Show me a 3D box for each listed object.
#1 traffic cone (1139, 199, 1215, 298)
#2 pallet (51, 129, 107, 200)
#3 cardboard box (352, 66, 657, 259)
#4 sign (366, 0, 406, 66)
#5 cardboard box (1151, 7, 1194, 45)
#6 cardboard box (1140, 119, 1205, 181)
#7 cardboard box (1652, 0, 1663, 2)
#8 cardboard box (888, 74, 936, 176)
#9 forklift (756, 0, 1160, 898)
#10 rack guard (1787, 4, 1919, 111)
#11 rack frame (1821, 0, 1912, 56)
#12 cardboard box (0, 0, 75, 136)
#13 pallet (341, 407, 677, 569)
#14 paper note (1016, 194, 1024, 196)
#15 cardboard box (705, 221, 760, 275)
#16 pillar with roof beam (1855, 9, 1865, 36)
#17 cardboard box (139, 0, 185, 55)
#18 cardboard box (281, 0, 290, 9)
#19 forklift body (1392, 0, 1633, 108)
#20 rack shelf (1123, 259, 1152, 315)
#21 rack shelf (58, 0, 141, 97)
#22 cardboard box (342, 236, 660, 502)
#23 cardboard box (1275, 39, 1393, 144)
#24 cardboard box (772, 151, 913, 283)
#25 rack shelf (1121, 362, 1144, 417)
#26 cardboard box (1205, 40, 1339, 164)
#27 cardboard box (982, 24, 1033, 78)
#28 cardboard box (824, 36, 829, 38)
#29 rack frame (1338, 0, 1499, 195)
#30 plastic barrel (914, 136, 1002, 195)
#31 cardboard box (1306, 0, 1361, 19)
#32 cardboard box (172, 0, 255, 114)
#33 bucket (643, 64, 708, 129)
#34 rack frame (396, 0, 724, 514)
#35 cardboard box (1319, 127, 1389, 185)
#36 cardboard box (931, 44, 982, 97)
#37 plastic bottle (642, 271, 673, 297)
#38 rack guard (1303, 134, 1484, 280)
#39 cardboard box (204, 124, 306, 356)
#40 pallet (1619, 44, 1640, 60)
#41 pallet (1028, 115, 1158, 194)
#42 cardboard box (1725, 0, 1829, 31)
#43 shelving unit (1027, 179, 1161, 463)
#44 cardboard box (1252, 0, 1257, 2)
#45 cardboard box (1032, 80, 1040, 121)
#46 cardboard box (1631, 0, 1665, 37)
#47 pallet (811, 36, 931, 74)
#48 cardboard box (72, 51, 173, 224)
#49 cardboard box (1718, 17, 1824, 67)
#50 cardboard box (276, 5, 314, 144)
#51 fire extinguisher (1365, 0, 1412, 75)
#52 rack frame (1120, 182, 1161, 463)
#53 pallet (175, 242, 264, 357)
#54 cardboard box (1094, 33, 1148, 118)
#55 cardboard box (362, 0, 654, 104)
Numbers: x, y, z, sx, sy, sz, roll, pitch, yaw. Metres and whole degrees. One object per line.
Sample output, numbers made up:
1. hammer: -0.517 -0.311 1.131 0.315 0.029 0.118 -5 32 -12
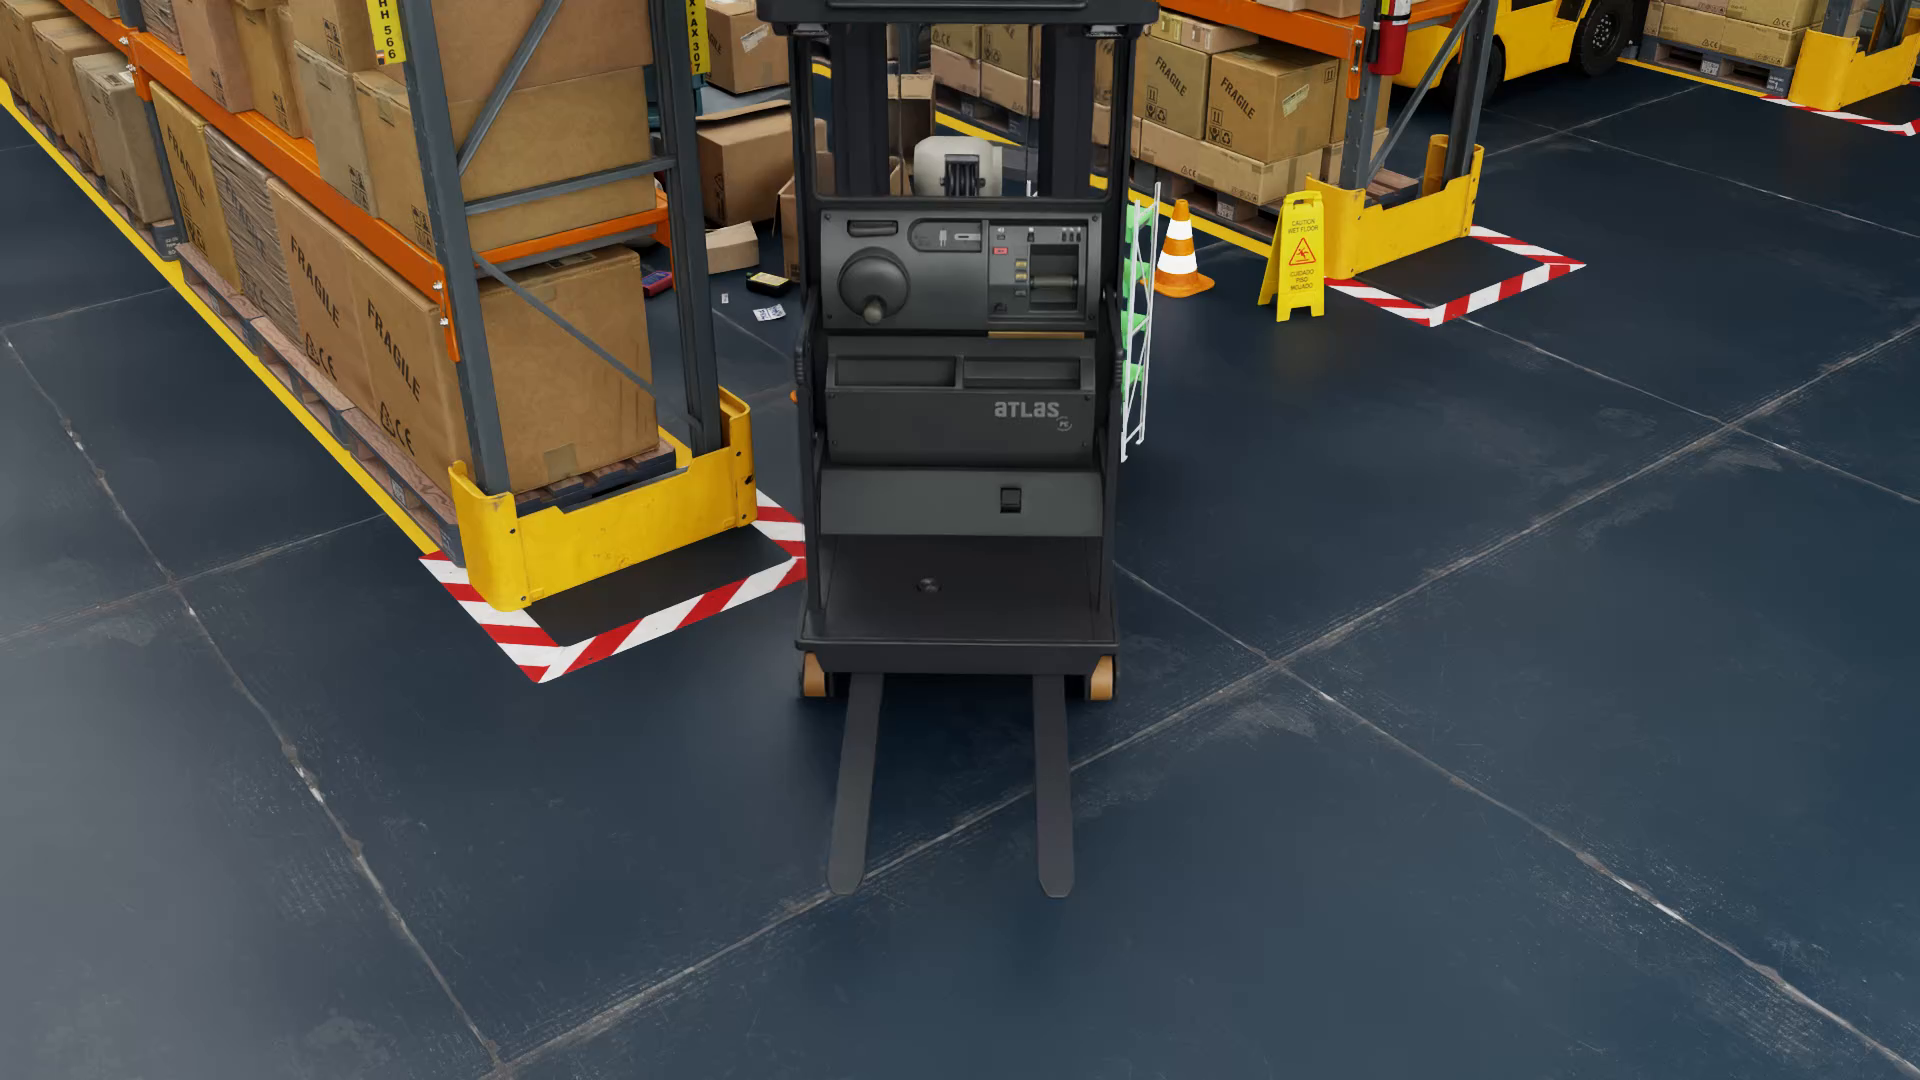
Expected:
1. traffic cone: 1.171 -1.585 8.864 0.336 0.463 0.334 -22 38 -31
2. pallet: -5.132 -2.546 10.649 1.003 0.211 1.213 -22 38 -31
3. cardboard box: -1.658 -1.461 6.118 0.875 0.550 0.550 -22 38 -31
4. sign: -1.831 -1.680 5.291 0.100 0.325 0.005 -22 38 -31
5. cardboard box: 1.327 -2.992 9.607 0.380 0.149 0.250 -22 38 -31
6. cardboard box: 1.434 -2.380 9.947 0.500 0.250 0.500 -22 38 -31
7. cardboard box: 5.195 -4.254 12.491 0.500 0.250 0.500 -23 39 -32
8. cardboard box: -0.417 -2.621 10.493 0.500 0.500 0.500 1 32 2
9. forklift: 0.001 -0.848 5.338 1.130 2.935 3.031 1 32 1
10. rack guard: 6.387 -3.437 11.810 1.175 0.500 0.348 -22 38 -31
11. rack frame: 6.372 -4.509 11.166 1.000 3.000 0.127 -22 38 -31
12. cardboard box: -5.459 -3.168 10.742 1.050 0.750 0.750 -22 38 -31
13. pallet: -1.946 -0.381 7.163 1.003 0.211 1.213 -22 38 -31
14. paper note: 0.386 -2.069 10.053 0.148 0.019 0.142 18 36 27
15. cardboard box: -1.338 -1.643 9.143 0.396 0.266 0.258 -16 35 -23
16. pillar with roof beam: 3.257 -6.246 8.278 9.100 9.000 0.400 -22 38 -31
17. cardboard box: -3.612 -2.839 8.335 0.875 0.550 0.550 -22 38 -31
18. cardboard box: -2.238 -2.424 6.644 0.875 0.550 0.550 -22 38 -31
19. forklift body: 3.768 -4.348 11.712 2.313 2.155 1.214 -22 38 -31
20. rack shelf: 0.548 -1.116 7.077 0.480 0.148 0.258 15 35 23
21. rack shelf: -5.074 -3.453 10.148 1.077 0.370 4.000 -22 38 -31
22. cardboard box: -1.862 -0.795 6.802 0.875 0.875 0.875 -22 38 -31
23. cardboard box: 2.163 -2.666 9.696 0.500 0.500 0.500 -24 39 -33
24. cardboard box: -0.623 -1.754 9.097 0.637 0.503 0.797 6 32 10
25. rack shelf: 0.548 -0.709 7.330 0.480 0.148 0.258 15 35 23
26. cardboard box: 1.757 -2.480 9.397 0.500 0.500 0.500 -22 38 -31
27. cardboard box: 0.487 -3.345 10.790 0.500 0.500 0.500 -21 37 -30
28. cardboard box: -0.766 -4.147 12.676 0.950 0.372 0.625 -20 37 -29
29. rack frame: 2.454 -2.901 8.578 1.000 3.000 0.127 -22 38 -31
30. plastic barrel: -0.009 -2.178 9.855 0.512 0.421 0.421 1 32 2
31. cardboard box: 2.055 -2.881 8.784 0.380 0.149 0.250 -21 37 -30
32. cardboard box: -3.018 -2.353 7.554 0.875 0.550 0.550 -22 38 -31
33. bucket: -1.943 -2.869 10.188 0.726 0.611 0.620 -10 23 -15
34. rack frame: -1.394 -1.258 5.932 1.000 3.000 0.127 -22 38 -31
35. cardboard box: 2.178 -2.337 9.878 0.500 0.250 0.500 -23 38 -32
36. cardboard box: 0.149 -3.245 11.340 0.500 0.250 0.500 -24 39 -33
37. plastic bottle: -1.619 -1.386 8.924 0.133 0.061 0.283 18 36 27
38. rack guard: 2.407 -1.871 9.289 1.175 0.500 0.348 -22 38 -31
39. cardboard box: -2.961 -1.541 8.004 0.875 0.875 0.875 -22 38 -31
40. pallet: 5.126 -4.138 13.212 1.003 0.211 1.213 -22 38 -31
41. pallet: 1.193 -2.606 10.747 1.003 0.211 1.213 -22 38 -31
42. cardboard box: 5.827 -3.833 11.813 0.500 0.250 0.500 -23 38 -32
43. shelving unit: 0.548 -0.967 7.169 0.503 1.200 0.258 15 35 23
44. cardboard box: 1.672 -3.065 9.079 0.380 0.149 0.250 -23 39 -32
45. cardboard box: 0.813 -2.806 10.634 0.500 0.250 0.500 -23 38 -32
46. cardboard box: 5.238 -4.034 12.611 0.500 0.250 0.500 -22 38 -31
47. pallet: -0.478 -3.708 12.520 1.003 0.211 1.213 -22 38 -31
48. cardboard box: -4.299 -2.377 9.468 1.050 0.750 0.750 -22 38 -32
49. cardboard box: 5.835 -3.613 11.932 0.500 0.250 0.500 -22 38 -31
50. cardboard box: -2.256 -1.958 6.917 0.875 0.550 0.550 -22 38 -31
51. fire extinguisher: 2.160 -2.672 8.282 0.296 0.674 0.183 -22 38 -31
52. rack frame: 0.764 -0.907 7.073 0.015 1.200 0.240 15 35 23
53. pallet: -3.443 -1.398 8.801 1.003 0.211 1.213 -22 38 -31
54. cardboard box: 1.130 -2.909 10.088 0.500 0.500 0.500 -23 39 -32
55. cardboard box: -1.591 -1.947 5.877 0.875 0.550 0.550 -22 38 -31
